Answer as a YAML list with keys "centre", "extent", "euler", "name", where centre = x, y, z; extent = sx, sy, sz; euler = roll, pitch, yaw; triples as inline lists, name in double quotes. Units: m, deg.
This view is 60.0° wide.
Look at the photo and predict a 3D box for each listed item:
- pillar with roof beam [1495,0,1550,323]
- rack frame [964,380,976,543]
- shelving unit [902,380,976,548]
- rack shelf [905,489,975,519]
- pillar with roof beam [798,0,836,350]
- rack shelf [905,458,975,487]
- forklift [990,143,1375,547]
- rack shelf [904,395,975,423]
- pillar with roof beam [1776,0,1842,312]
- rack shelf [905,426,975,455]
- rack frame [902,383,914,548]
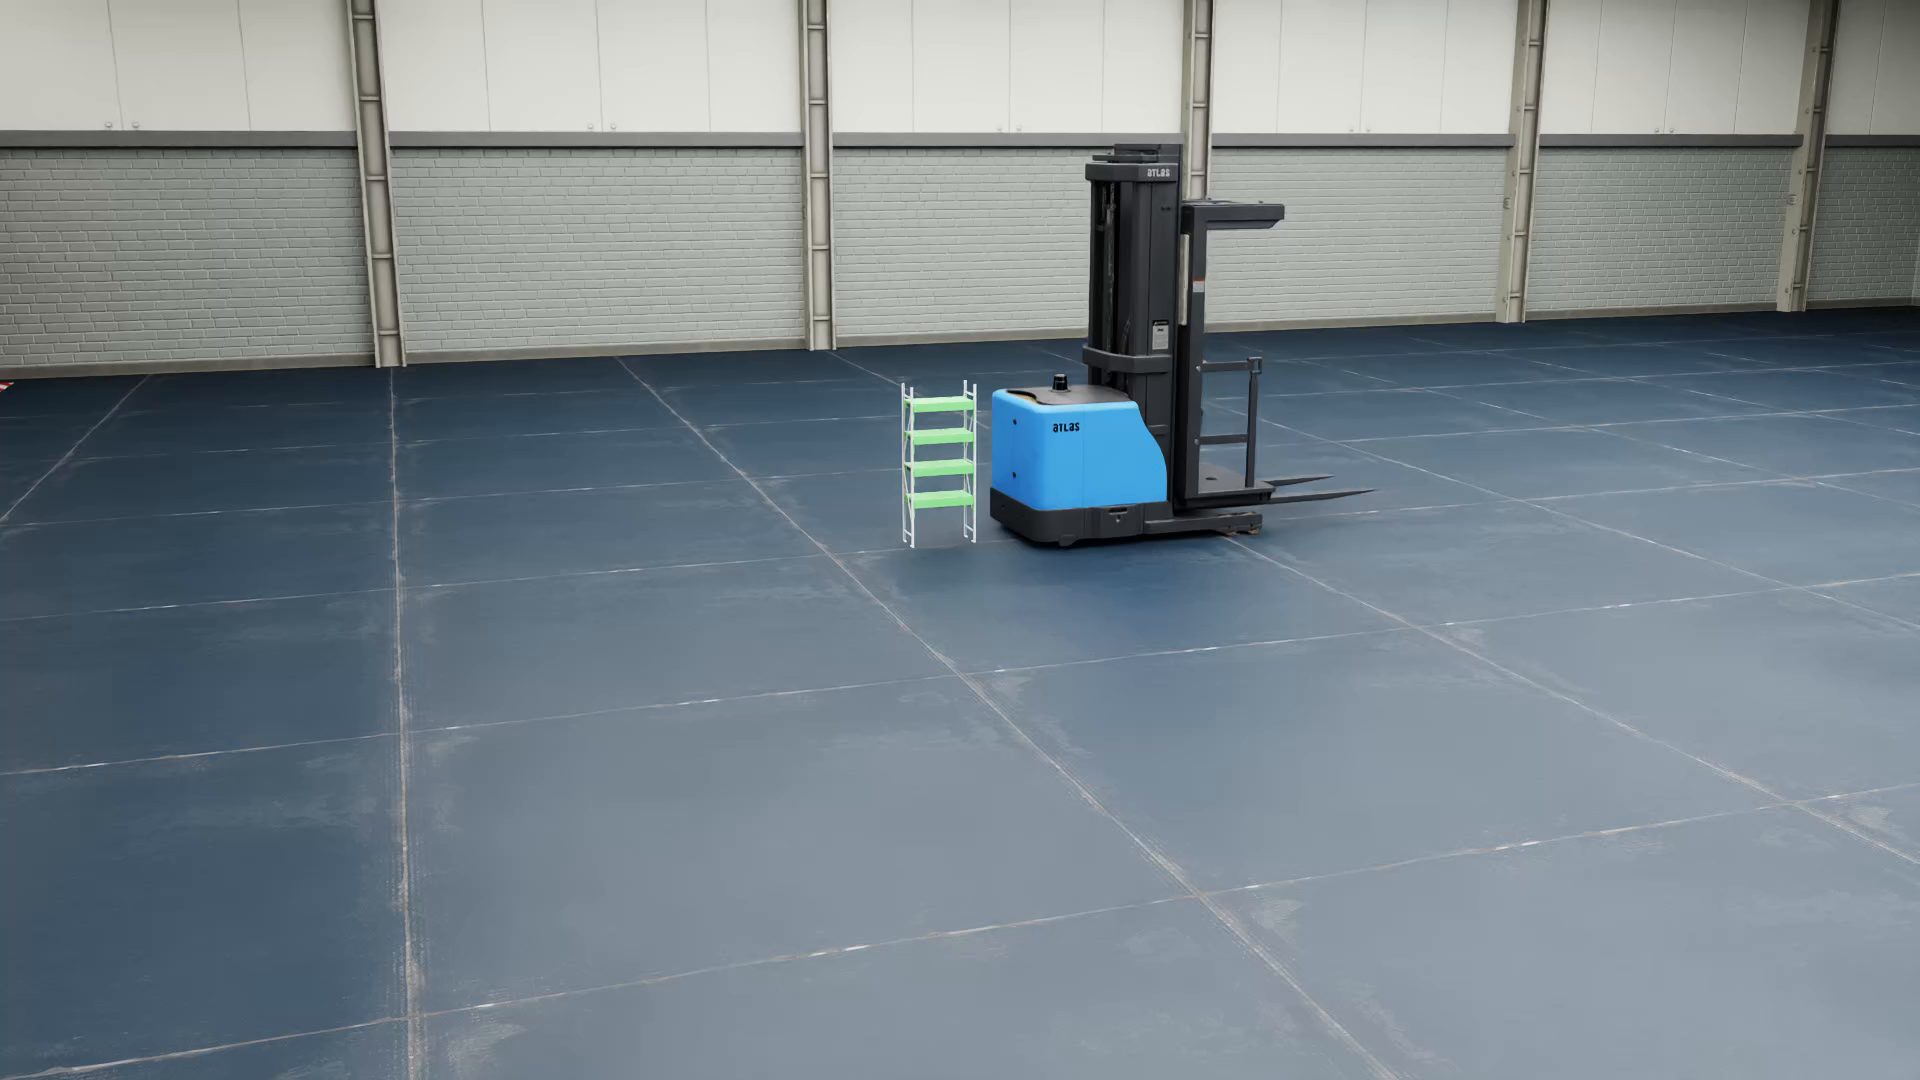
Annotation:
- centre: [10.697, -7.135, 23.191]
  extent: [0.400, 9.000, 9.100]
  euler: [-4, 14, -18]
  name: "pillar with roof beam"
- centre: [0.074, -0.590, 12.528]
  extent: [0.015, 1.200, 0.240]
  euler: [-4, 14, -18]
  name: "rack frame"
- centre: [-0.157, -0.571, 12.453]
  extent: [0.503, 1.200, 0.258]
  euler: [-4, 14, -18]
  name: "shelving unit"
- centre: [-0.157, -0.276, 12.523]
  extent: [0.480, 0.148, 0.258]
  euler: [-4, 14, -18]
  name: "rack shelf"
- centre: [-0.677, -6.249, 19.467]
  extent: [0.400, 9.000, 9.100]
  euler: [-4, 14, -18]
  name: "pillar with roof beam"
- centre: [-0.157, -0.509, 12.467]
  extent: [0.480, 0.148, 0.258]
  euler: [-4, 14, -18]
  name: "rack shelf"
- centre: [1.808, -1.566, 12.891]
  extent: [3.031, 2.935, 1.130]
  euler: [-5, 14, -19]
  name: "forklift"
- centre: [-0.157, -0.976, 12.356]
  extent: [0.480, 0.148, 0.258]
  euler: [-4, 14, -18]
  name: "rack shelf"
- centre: [16.383, -7.577, 25.052]
  extent: [0.400, 9.000, 9.100]
  euler: [-4, 14, -18]
  name: "pillar with roof beam"
- centre: [-0.157, -0.743, 12.412]
  extent: [0.480, 0.148, 0.258]
  euler: [-4, 14, -18]
  name: "rack shelf"
- centre: [-0.388, -0.553, 12.377]
  extent: [0.015, 1.200, 0.240]
  euler: [-4, 14, -18]
  name: "rack frame"
